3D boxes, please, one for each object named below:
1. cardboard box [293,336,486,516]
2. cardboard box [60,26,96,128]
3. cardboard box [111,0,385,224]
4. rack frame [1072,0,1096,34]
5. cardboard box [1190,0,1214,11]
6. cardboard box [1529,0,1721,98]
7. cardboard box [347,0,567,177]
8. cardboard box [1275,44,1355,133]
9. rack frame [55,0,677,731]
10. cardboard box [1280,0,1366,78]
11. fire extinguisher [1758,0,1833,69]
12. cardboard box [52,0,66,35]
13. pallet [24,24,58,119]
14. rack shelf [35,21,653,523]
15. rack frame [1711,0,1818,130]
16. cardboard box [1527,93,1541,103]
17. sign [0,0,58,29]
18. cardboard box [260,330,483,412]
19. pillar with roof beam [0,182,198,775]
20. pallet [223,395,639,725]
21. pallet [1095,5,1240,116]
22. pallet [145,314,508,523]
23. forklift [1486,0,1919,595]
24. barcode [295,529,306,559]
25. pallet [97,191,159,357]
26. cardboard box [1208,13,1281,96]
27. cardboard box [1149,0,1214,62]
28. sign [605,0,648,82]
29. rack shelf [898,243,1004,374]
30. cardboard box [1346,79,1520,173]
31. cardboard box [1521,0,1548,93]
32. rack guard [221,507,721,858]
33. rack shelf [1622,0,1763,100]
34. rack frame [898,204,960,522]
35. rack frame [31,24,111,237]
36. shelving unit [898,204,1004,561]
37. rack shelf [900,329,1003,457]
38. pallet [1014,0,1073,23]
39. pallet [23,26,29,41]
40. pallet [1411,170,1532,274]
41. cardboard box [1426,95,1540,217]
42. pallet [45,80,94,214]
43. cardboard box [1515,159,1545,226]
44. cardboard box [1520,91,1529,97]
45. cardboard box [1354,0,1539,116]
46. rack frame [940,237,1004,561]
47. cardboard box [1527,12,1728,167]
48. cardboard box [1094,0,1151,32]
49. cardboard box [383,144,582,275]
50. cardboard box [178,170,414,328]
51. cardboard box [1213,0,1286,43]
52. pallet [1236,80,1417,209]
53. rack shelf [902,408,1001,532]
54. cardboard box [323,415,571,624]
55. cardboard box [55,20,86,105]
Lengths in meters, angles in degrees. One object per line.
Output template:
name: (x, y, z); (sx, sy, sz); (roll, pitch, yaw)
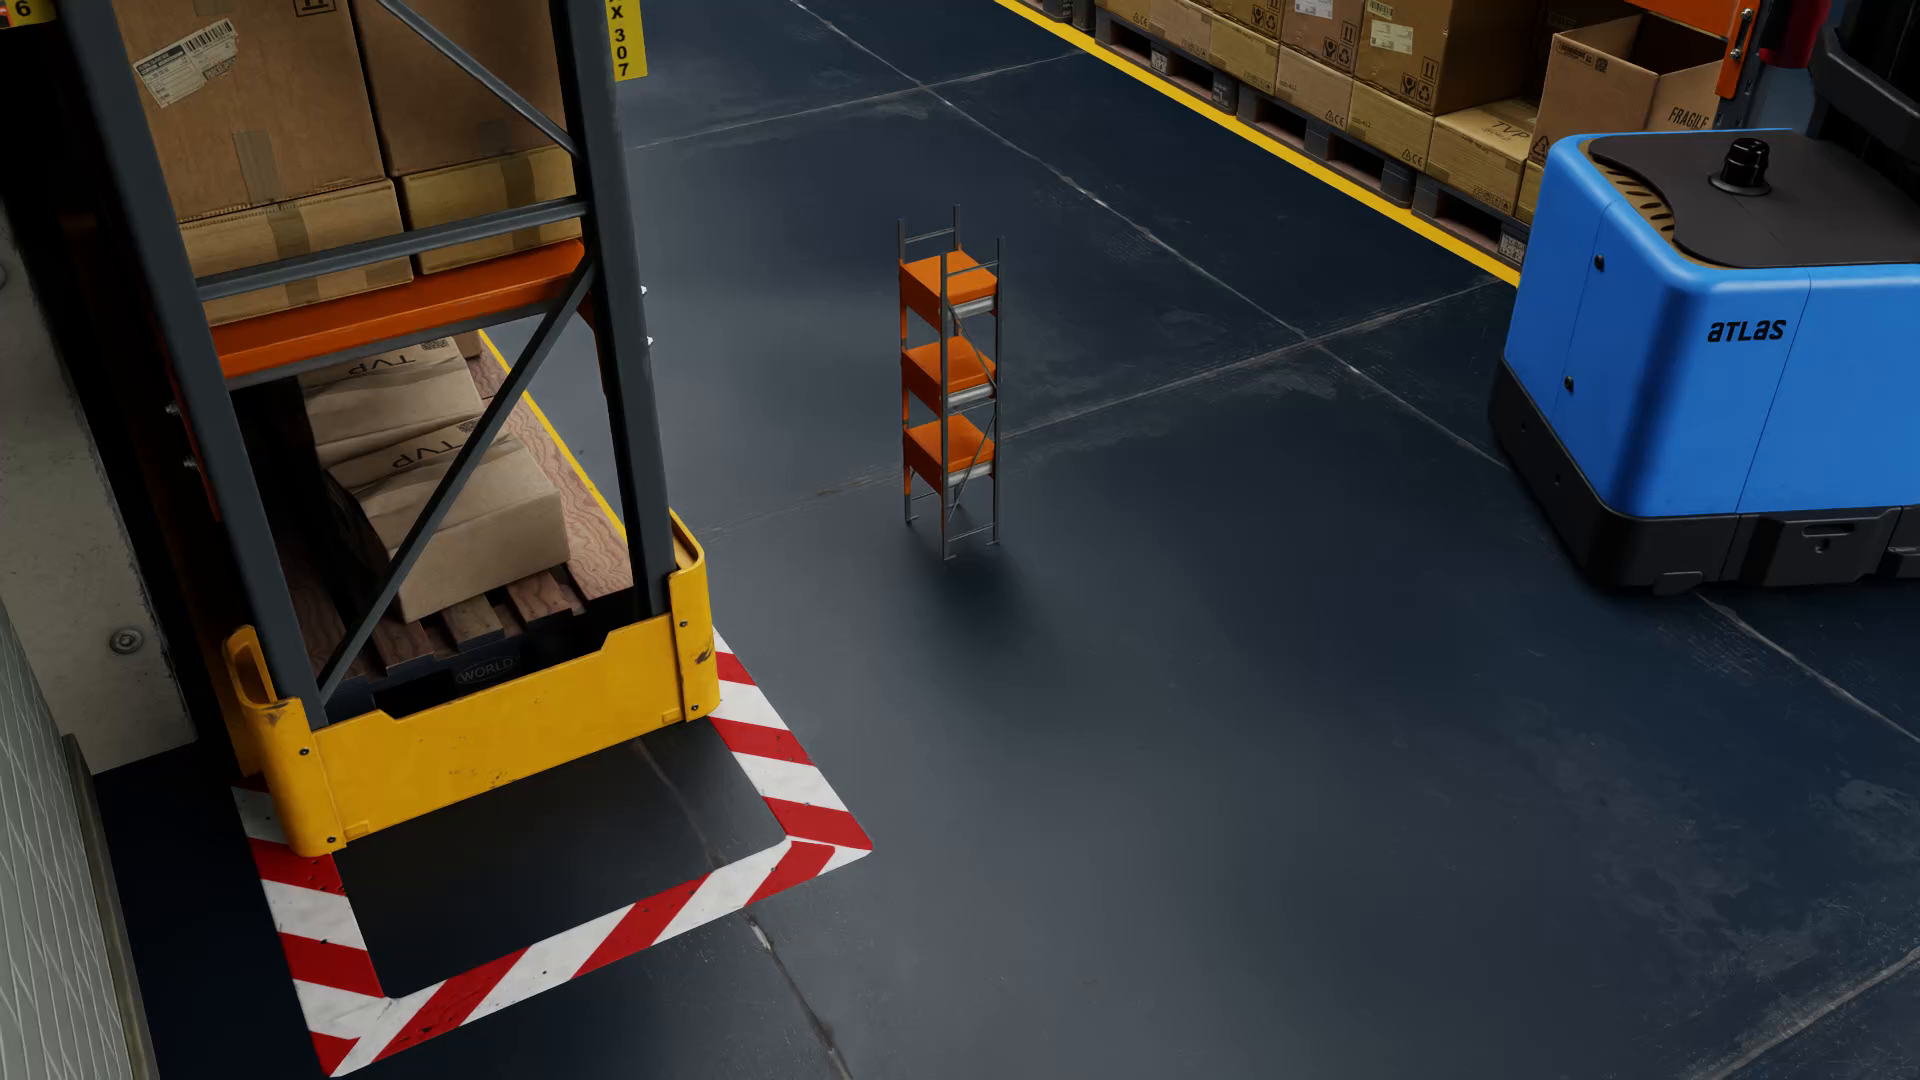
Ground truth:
cardboard box: (-1.753, -0.386, 5.143); (0.500, 0.311, 0.500); (-16, 39, -20)
cardboard box: (-2.126, -1.269, 4.555); (0.500, 0.250, 0.500); (-19, 40, -24)
cardboard box: (-1.618, -1.052, 3.622); (0.500, 0.500, 0.500); (-19, 40, -24)
rack frame: (1.074, -4.134, 8.367); (1.000, 3.000, 0.127); (-19, 40, -24)
cardboard box: (1.295, -2.914, 8.036); (0.500, 0.500, 0.500); (-19, 40, -24)
cardboard box: (2.754, -2.050, 6.853); (0.500, 0.500, 0.500); (-19, 40, -24)
cardboard box: (-1.177, -1.207, 3.834); (0.500, 0.500, 0.500); (-19, 40, -24)
cardboard box: (1.795, -2.101, 7.558); (0.500, 0.250, 0.500); (-19, 40, -24)
rack frame: (-1.197, -0.624, 3.562); (1.000, 3.000, 0.127); (-19, 40, -24)
cardboard box: (1.792, -2.402, 7.336); (0.500, 0.500, 0.500); (-19, 40, -24)
fire extinguisher: (2.742, -1.865, 5.326); (0.296, 0.674, 0.183); (-19, 40, -24)
cardboard box: (-2.126, -1.574, 4.336); (0.500, 0.500, 0.500); (-20, 41, -25)
pallet: (-4.216, -2.558, 8.573); (1.003, 0.211, 1.213); (-19, 40, -24)
rack shelf: (-2.202, -1.354, 5.170); (1.077, 0.370, 4.000); (-19, 40, -24)
rack frame: (3.084, -2.094, 5.574); (1.000, 3.000, 0.127); (-19, 40, -24)
cardboard box: (2.753, -1.747, 7.073); (0.500, 0.250, 0.500); (-19, 40, -24)
sign: (-1.687, -1.065, 2.916); (0.100, 0.325, 0.005); (-19, 40, -24)
cardboard box: (-2.079, -0.852, 5.619); (0.700, 0.500, 0.500); (-22, 41, -27)
pillar with roof beam: (1.426, -4.423, 3.677); (9.100, 9.000, 0.400); (-19, 40, -24)
pallet: (-1.613, 0.038, 5.019); (1.003, 0.211, 1.213); (-19, 40, -24)
pallet: (1.438, -2.590, 8.617); (1.003, 0.211, 1.213); (-19, 40, -24)
pallet: (-2.222, -0.583, 5.870); (1.003, 0.211, 1.213); (-19, 40, -24)
forklift: (3.350, -1.364, 4.632); (3.031, 2.935, 1.130); (-3, 36, -4)
barcode: (-1.822, 0.010, 4.592); (0.001, 0.075, 0.075); (-19, 40, -24)
pallet: (-2.839, -1.206, 6.722); (1.003, 0.211, 1.213); (-19, 40, -24)
cardboard box: (1.539, -2.354, 7.905); (0.500, 0.250, 0.500); (-19, 40, -24)
cardboard box: (1.292, -2.610, 8.256); (0.500, 0.250, 0.500); (-19, 40, -24)
sign: (-0.728, -1.135, 3.527); (0.100, 0.325, 0.005); (-19, 40, -24)
rack shelf: (-0.027, -0.672, 4.817); (0.215, 0.259, 0.240); (-19, 40, -24)
cardboard box: (2.045, -1.845, 7.208); (0.500, 0.250, 0.500); (-19, 40, -24)
cardboard box: (2.492, -2.301, 7.197); (0.500, 0.500, 0.500); (-19, 40, -24)
rack guard: (-1.235, 0.346, 4.352); (1.175, 0.500, 0.348); (-19, 40, -24)
rack shelf: (2.079, -2.824, 7.183); (1.077, 0.370, 4.000); (-19, 40, -24)
rack frame: (-0.088, -0.513, 5.063); (0.200, 1.050, 0.008); (-19, 40, -24)
rack frame: (-3.207, -2.664, 6.355); (1.000, 3.000, 0.127); (-19, 40, -24)
shelving unit: (-0.027, -0.451, 4.978); (0.215, 1.050, 0.252); (-19, 40, -24)
rack shelf: (-0.027, -0.443, 4.984); (0.215, 0.259, 0.240); (-19, 40, -24)
pallet: (0.671, -3.372, 9.688); (1.003, 0.211, 1.213); (-19, 40, -24)
pallet: (-4.825, -3.179, 9.424); (1.003, 0.211, 1.213); (-19, 40, -24)
pallet: (2.664, -1.346, 6.913); (1.003, 0.211, 1.213); (-19, 40, -24)
cardboard box: (2.298, -1.591, 6.860); (0.500, 0.250, 0.500); (-19, 40, -24)
pallet: (-3.599, -1.935, 7.720); (1.003, 0.211, 1.213); (-19, 40, -24)
cardboard box: (2.559, -1.339, 6.516); (0.500, 0.250, 0.500); (-19, 40, -24)
cardboard box: (2.502, -2.002, 7.423); (0.500, 0.250, 0.500); (-19, 40, -24)
cardboard box: (2.042, -2.147, 6.986); (0.500, 0.500, 0.500); (-19, 40, -24)
rack frame: (0.034, -0.389, 4.893); (0.200, 1.050, 0.008); (-19, 40, -24)
cardboard box: (2.557, -1.641, 6.294); (0.500, 0.500, 0.500); (-19, 40, -24)
cardboard box: (1.045, -2.867, 8.607); (0.500, 0.250, 0.500); (-19, 40, -24)
cardboard box: (-1.168, -0.915, 4.070); (0.500, 0.250, 0.500); (-20, 41, -25)
cardboard box: (-1.600, -0.753, 3.848); (0.500, 0.250, 0.500); (-18, 40, -23)
cardboard box: (1.539, -2.657, 7.684); (0.500, 0.500, 0.500); (-19, 40, -24)
pallet: (2.055, -1.967, 7.764); (1.003, 0.211, 1.213); (-19, 40, -24)
rack shelf: (-0.027, -0.218, 5.148); (0.215, 0.259, 0.240); (-19, 40, -24)
cardboard box: (-1.467, -0.096, 4.745); (0.500, 0.311, 0.500); (-24, 42, -29)
cardboard box: (-2.382, -1.526, 4.907); (0.500, 0.250, 0.500); (-18, 40, -23)
